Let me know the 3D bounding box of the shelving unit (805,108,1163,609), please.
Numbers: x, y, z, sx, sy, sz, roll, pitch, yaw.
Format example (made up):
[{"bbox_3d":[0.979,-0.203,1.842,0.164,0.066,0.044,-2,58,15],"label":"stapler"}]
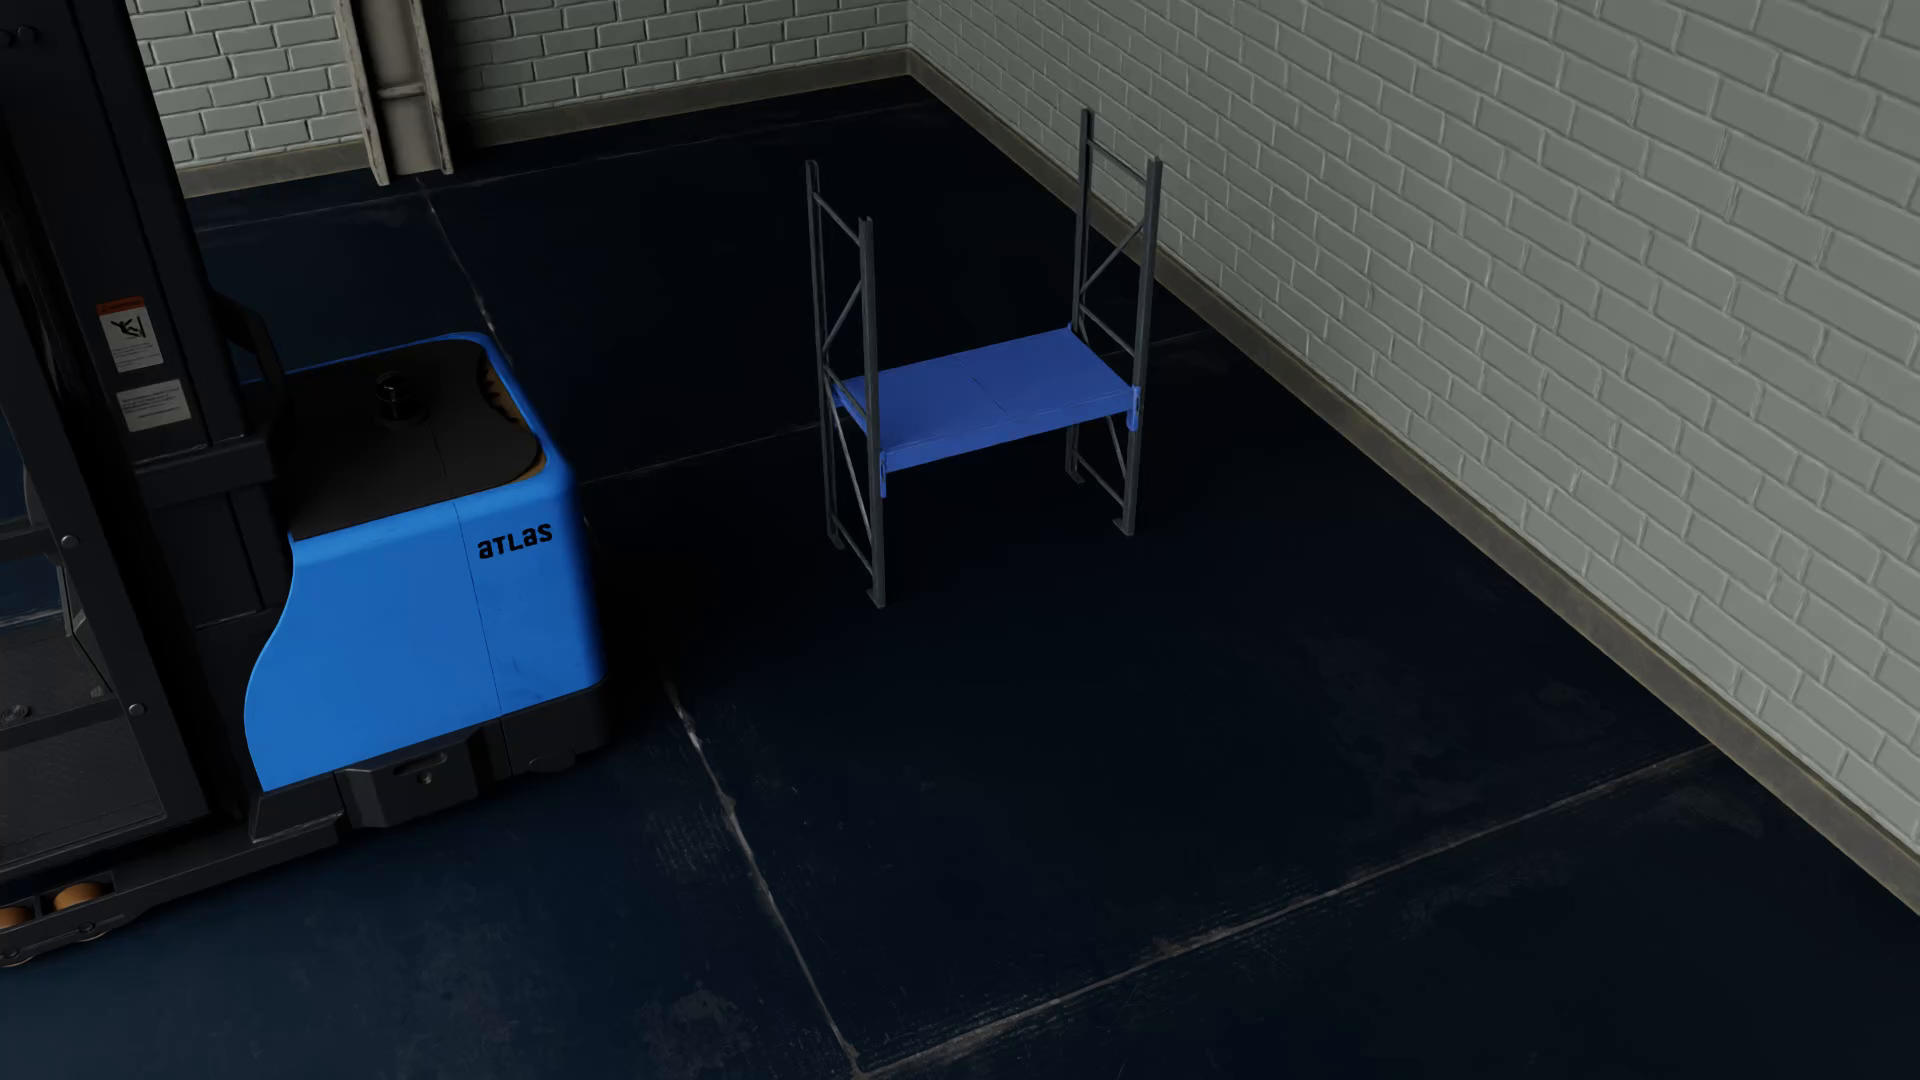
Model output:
[{"bbox_3d":[0.077,-0.624,5.832,1.048,1.500,0.538,-16,39,-20],"label":"shelving unit"}]

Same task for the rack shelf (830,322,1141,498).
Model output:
[{"bbox_3d":[0.077,-0.480,5.939,1.000,0.185,0.538,-16,39,-20],"label":"rack shelf"}]

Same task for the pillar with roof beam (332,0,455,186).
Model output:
[{"bbox_3d":[-1.117,-3.290,3.132,0.400,9.000,9.100,-16,39,-20],"label":"pillar with roof beam"}]

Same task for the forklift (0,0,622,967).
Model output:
[{"bbox_3d":[-2.630,-0.348,4.258,3.031,2.935,1.130,-18,40,-22],"label":"forklift"}]

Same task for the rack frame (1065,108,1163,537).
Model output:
[{"bbox_3d":[0.537,-0.753,6.006,0.032,1.500,0.500,-16,39,-20],"label":"rack frame"}]

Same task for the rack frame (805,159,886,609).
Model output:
[{"bbox_3d":[-0.383,-0.495,5.659,0.032,1.500,0.500,-16,39,-20],"label":"rack frame"}]
